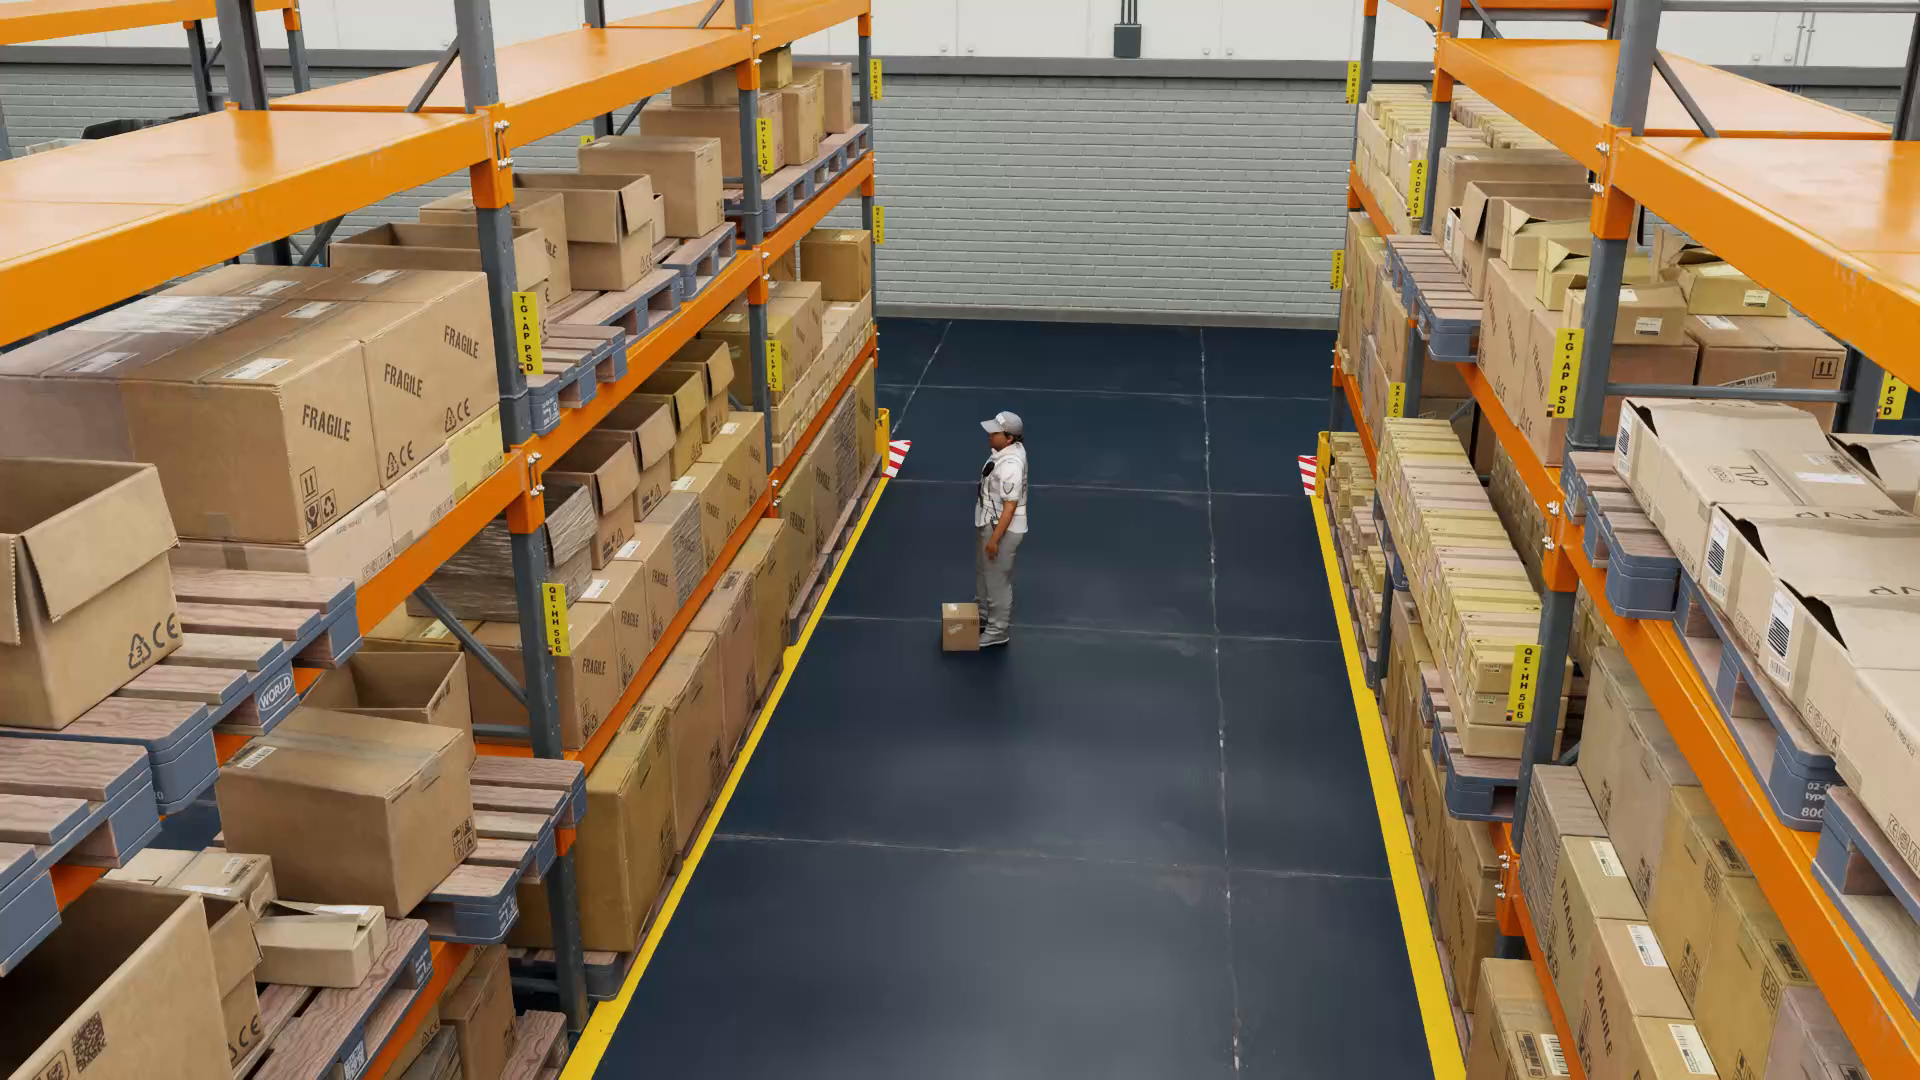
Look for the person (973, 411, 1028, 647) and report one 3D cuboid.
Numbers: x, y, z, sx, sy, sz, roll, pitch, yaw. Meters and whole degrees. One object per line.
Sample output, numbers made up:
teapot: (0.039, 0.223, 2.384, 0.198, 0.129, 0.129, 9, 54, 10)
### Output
person: (0.191, -0.083, 11.264, 0.526, 1.670, 0.598, 0, 21, 0)
